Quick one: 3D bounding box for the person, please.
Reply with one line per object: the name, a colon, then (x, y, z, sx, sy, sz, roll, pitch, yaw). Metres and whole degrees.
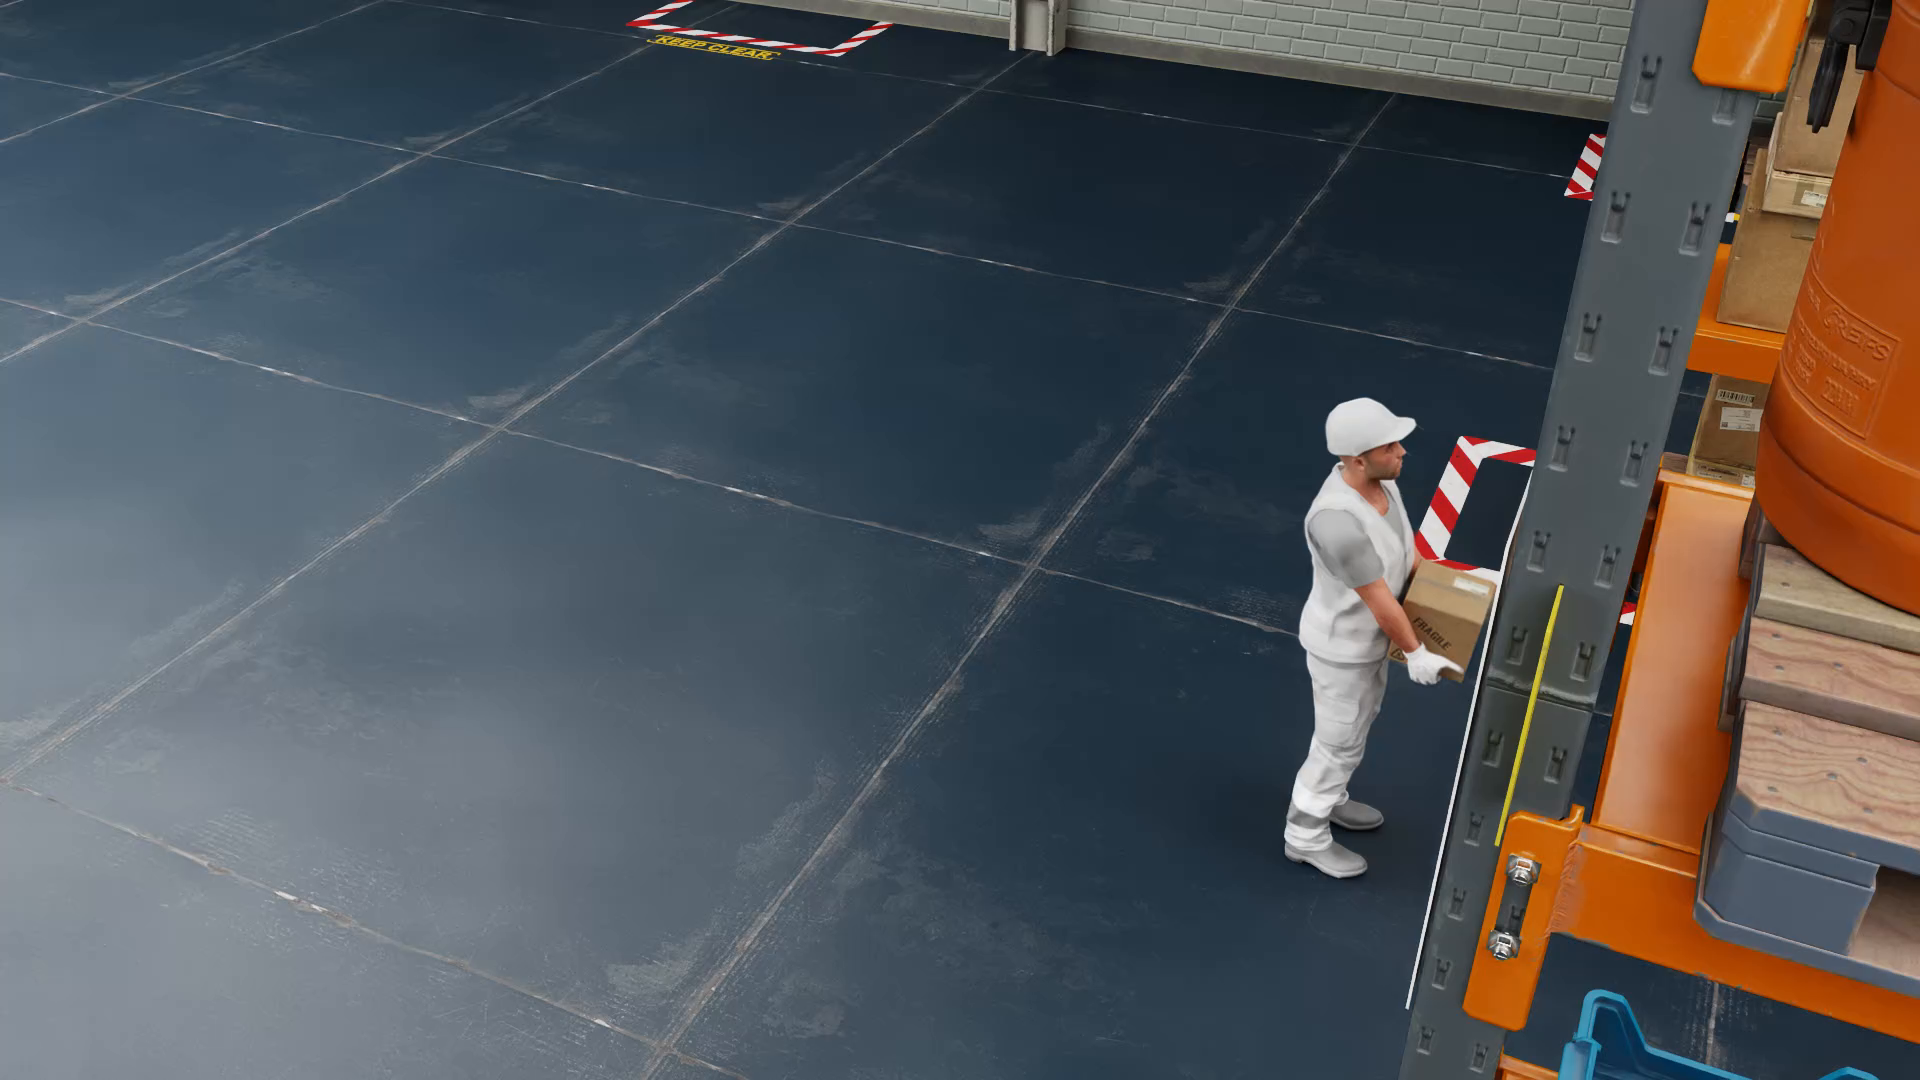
person: (1.415, 0.355, 5.585, 0.572, 1.783, 0.494, 14, 36, 21)
